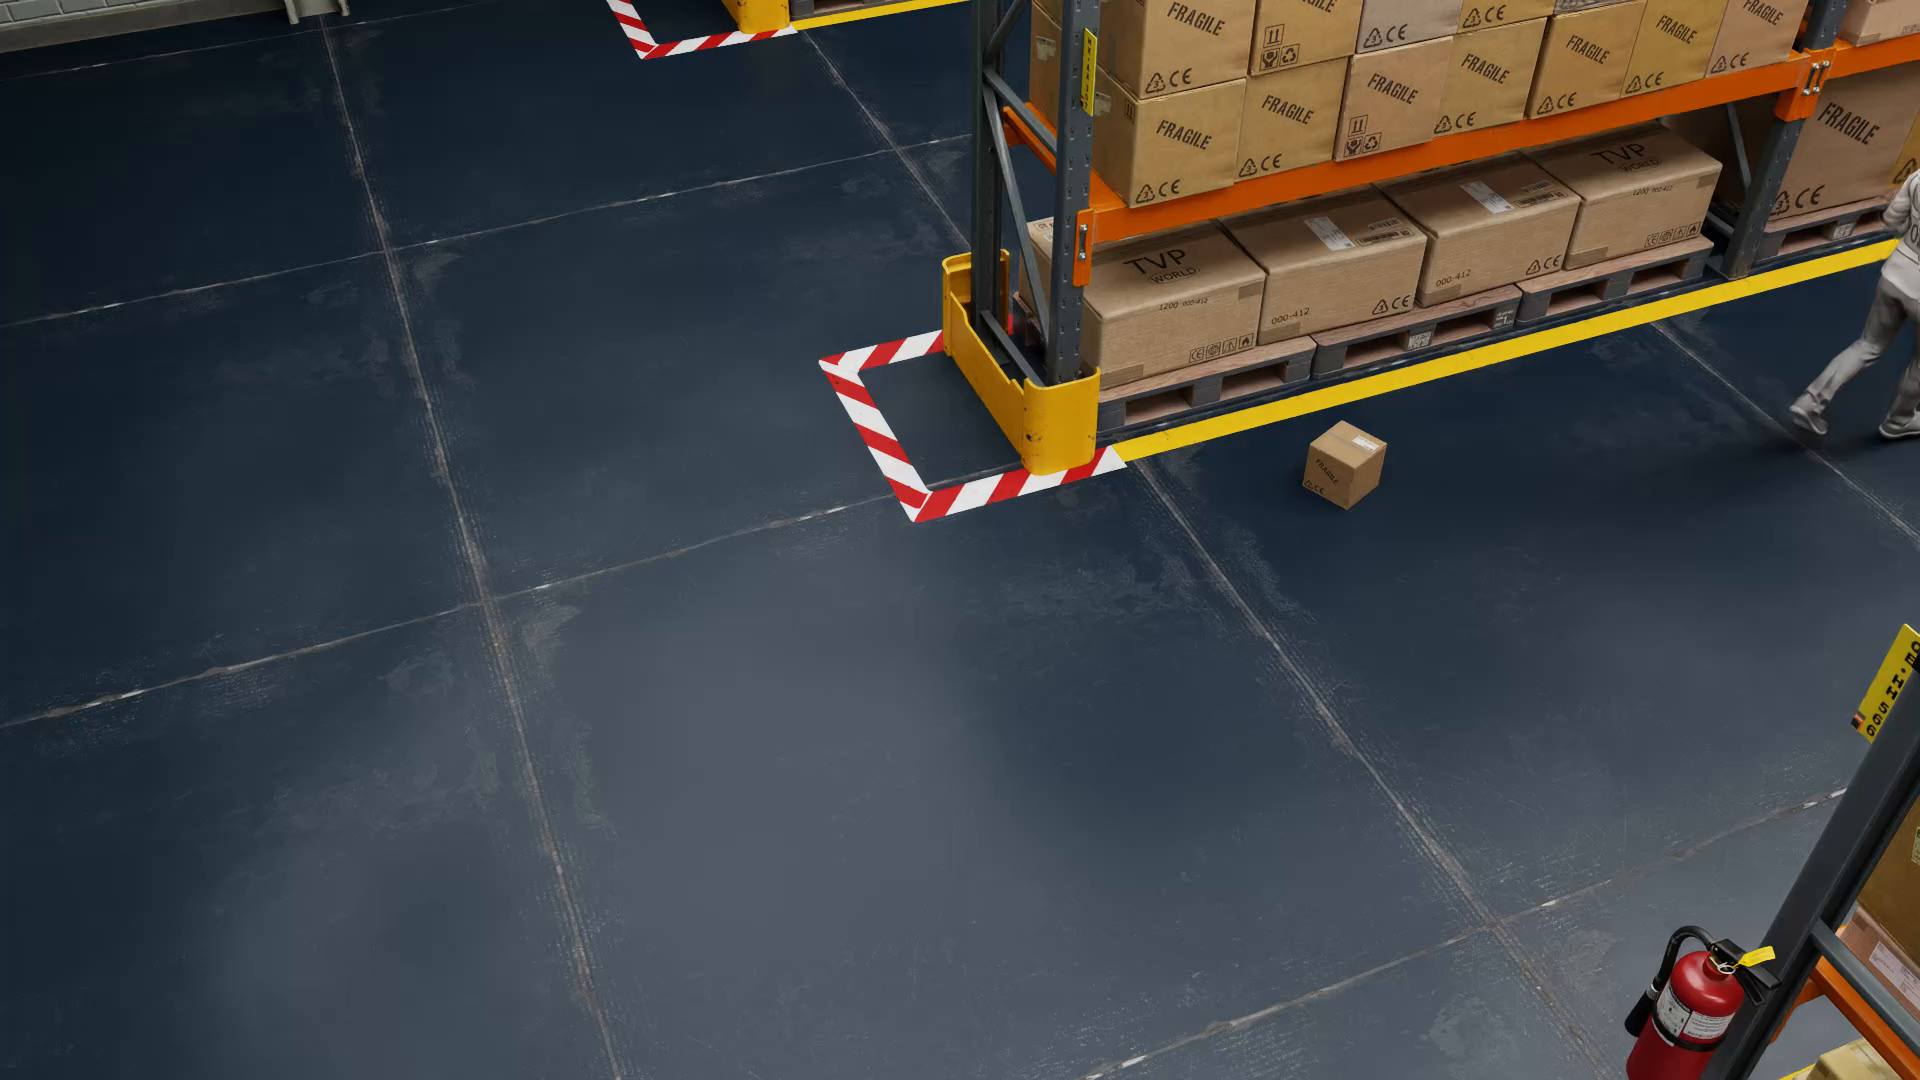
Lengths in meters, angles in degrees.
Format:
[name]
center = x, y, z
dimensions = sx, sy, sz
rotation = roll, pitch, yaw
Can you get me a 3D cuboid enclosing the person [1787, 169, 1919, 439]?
[person]
center = 4.258, -1.125, 7.366
dimensions = 0.790, 1.658, 0.565
rotation = -14, 44, -15
